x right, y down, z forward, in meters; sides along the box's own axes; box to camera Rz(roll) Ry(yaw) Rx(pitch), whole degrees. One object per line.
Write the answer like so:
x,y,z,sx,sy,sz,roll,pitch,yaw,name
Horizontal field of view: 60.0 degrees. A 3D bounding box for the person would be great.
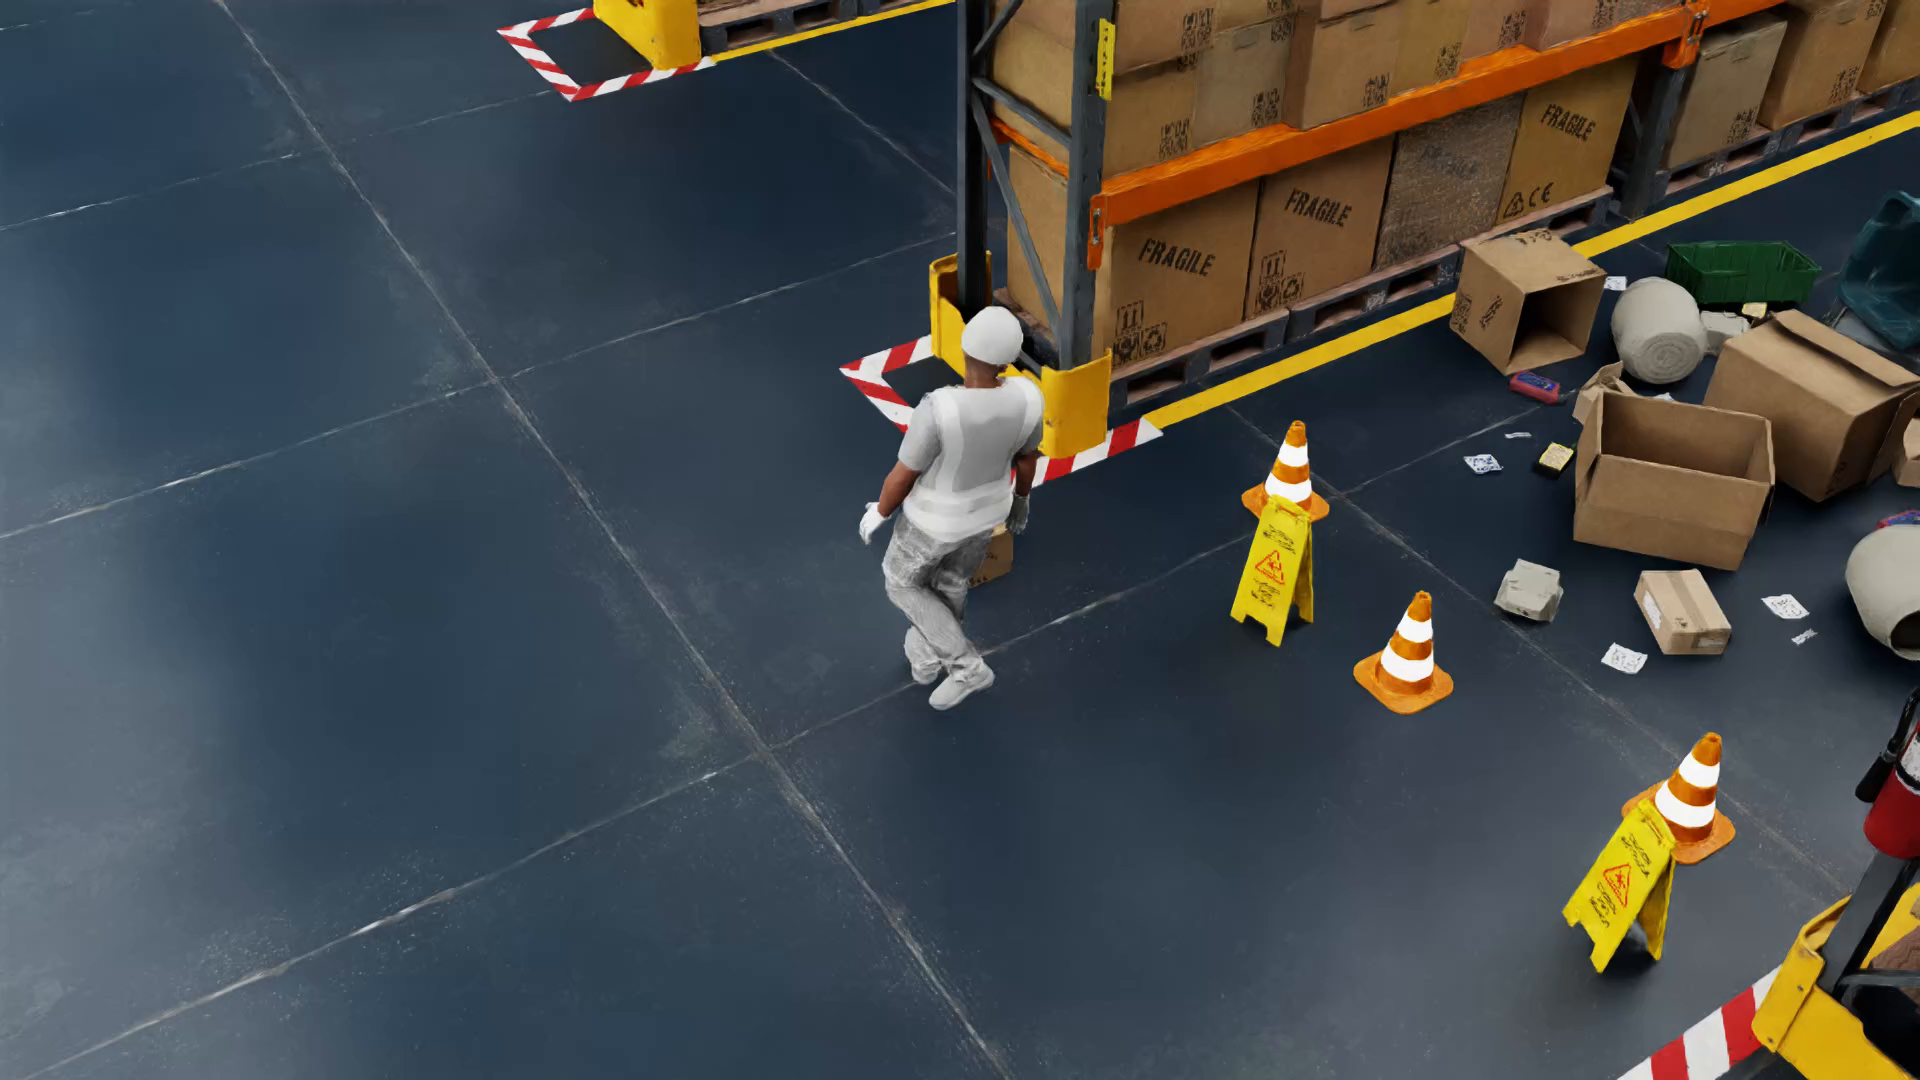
-0.027,-0.106,6.277,0.667,1.761,0.612,-22,45,-23,person
